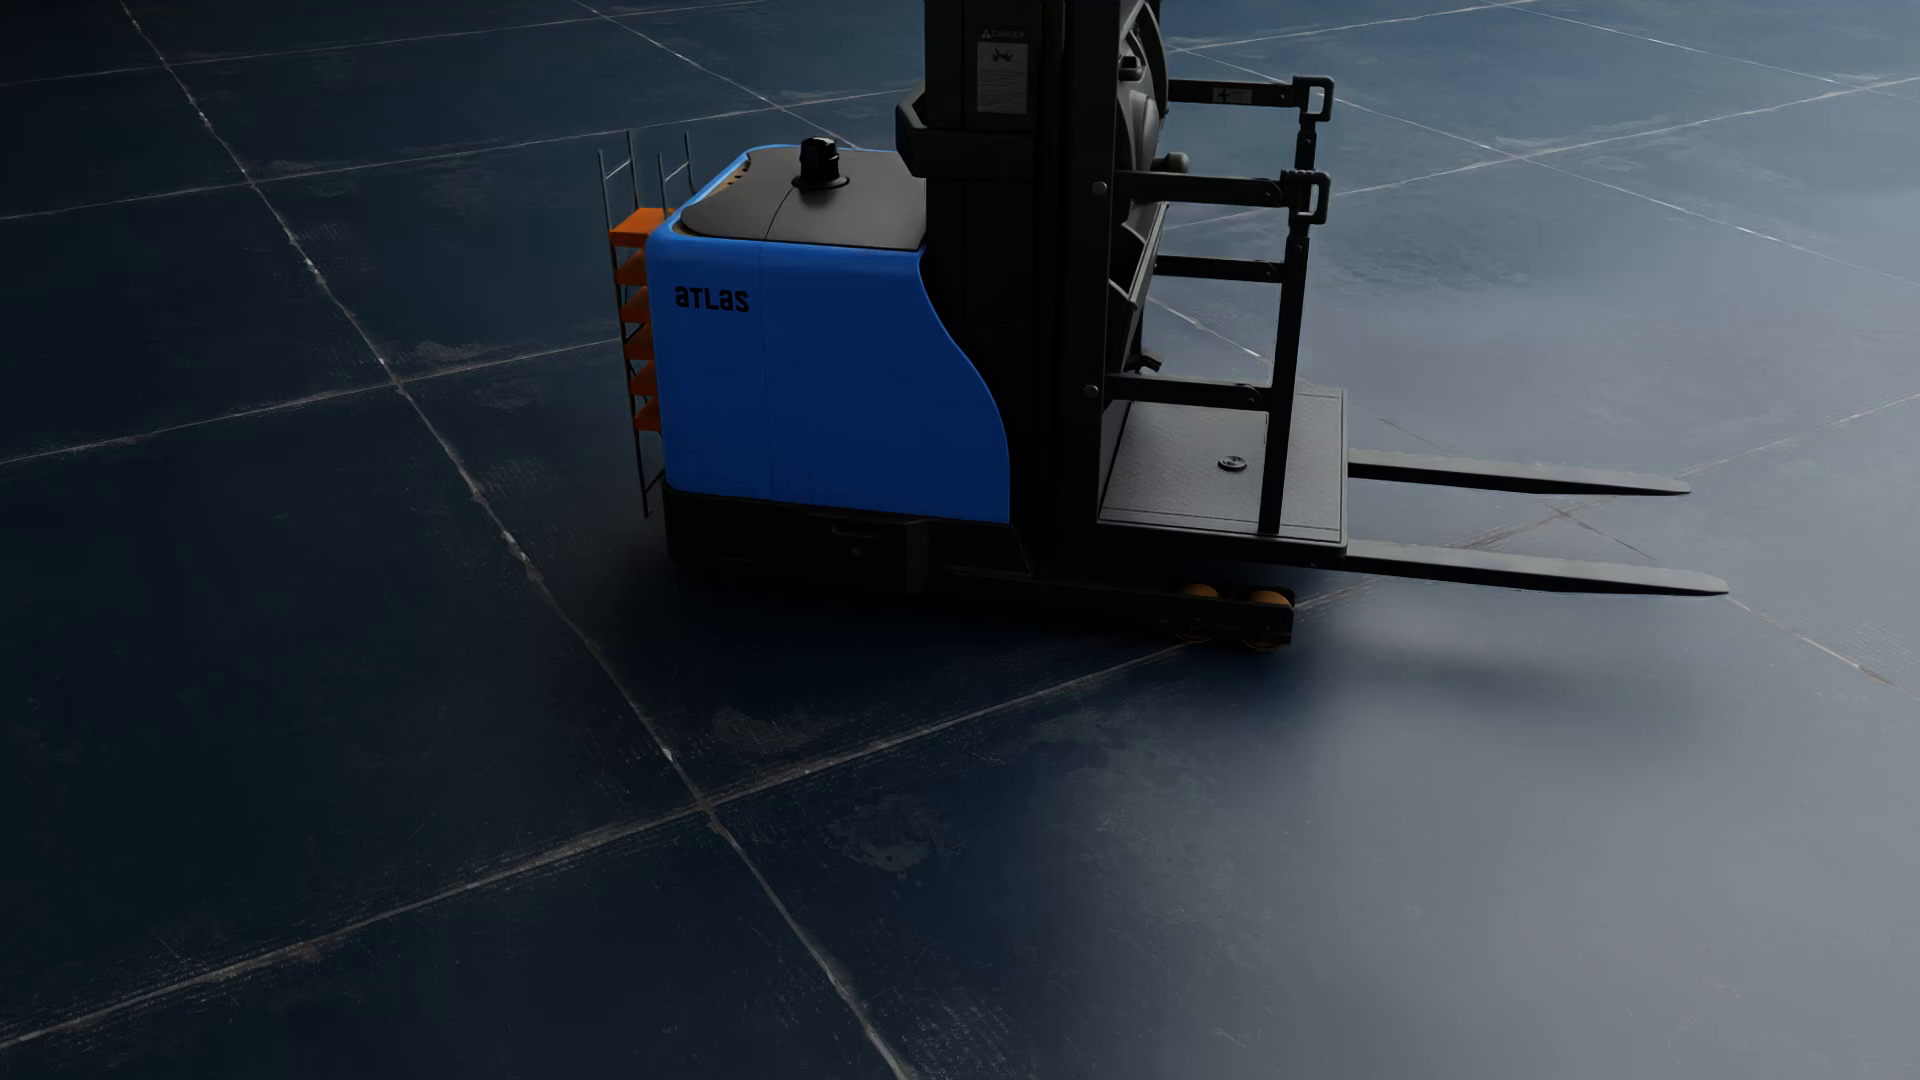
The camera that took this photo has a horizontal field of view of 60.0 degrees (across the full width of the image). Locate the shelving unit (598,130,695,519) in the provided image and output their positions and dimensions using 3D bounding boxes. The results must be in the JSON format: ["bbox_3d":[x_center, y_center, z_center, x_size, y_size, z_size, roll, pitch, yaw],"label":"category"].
[{"bbox_3d":[-0.916,-0.645,5.172,0.189,1.200,0.258,5,29,11],"label":"shelving unit"}]

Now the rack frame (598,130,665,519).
[{"bbox_3d":[-1.005,-0.652,5.190,0.006,1.200,0.240,5,29,11],"label":"rack frame"}]

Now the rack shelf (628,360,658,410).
[{"bbox_3d":[-0.912,-0.501,5.251,0.180,0.103,0.258,5,29,11],"label":"rack shelf"}]

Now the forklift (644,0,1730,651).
[{"bbox_3d":[0.684,-1.252,4.486,3.031,2.935,1.130,6,29,10],"label":"forklift"}]

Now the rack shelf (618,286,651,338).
[{"bbox_3d":[-0.917,-0.711,5.136,0.180,0.103,0.258,5,29,11],"label":"rack shelf"}]

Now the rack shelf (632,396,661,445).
[{"bbox_3d":[-0.909,-0.395,5.309,0.180,0.103,0.258,5,29,11],"label":"rack shelf"}]

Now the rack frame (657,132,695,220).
[{"bbox_3d":[-0.826,-0.637,5.154,0.006,1.200,0.240,5,29,11],"label":"rack frame"}]

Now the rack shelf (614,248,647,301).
[{"bbox_3d":[-0.920,-0.817,5.079,0.180,0.103,0.258,5,29,11],"label":"rack shelf"}]

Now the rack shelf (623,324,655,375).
[{"bbox_3d":[-0.915,-0.606,5.194,0.180,0.103,0.258,5,29,11],"label":"rack shelf"}]

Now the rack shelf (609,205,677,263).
[{"bbox_3d":[-0.923,-0.922,5.021,0.180,0.103,0.258,5,29,11],"label":"rack shelf"}]
